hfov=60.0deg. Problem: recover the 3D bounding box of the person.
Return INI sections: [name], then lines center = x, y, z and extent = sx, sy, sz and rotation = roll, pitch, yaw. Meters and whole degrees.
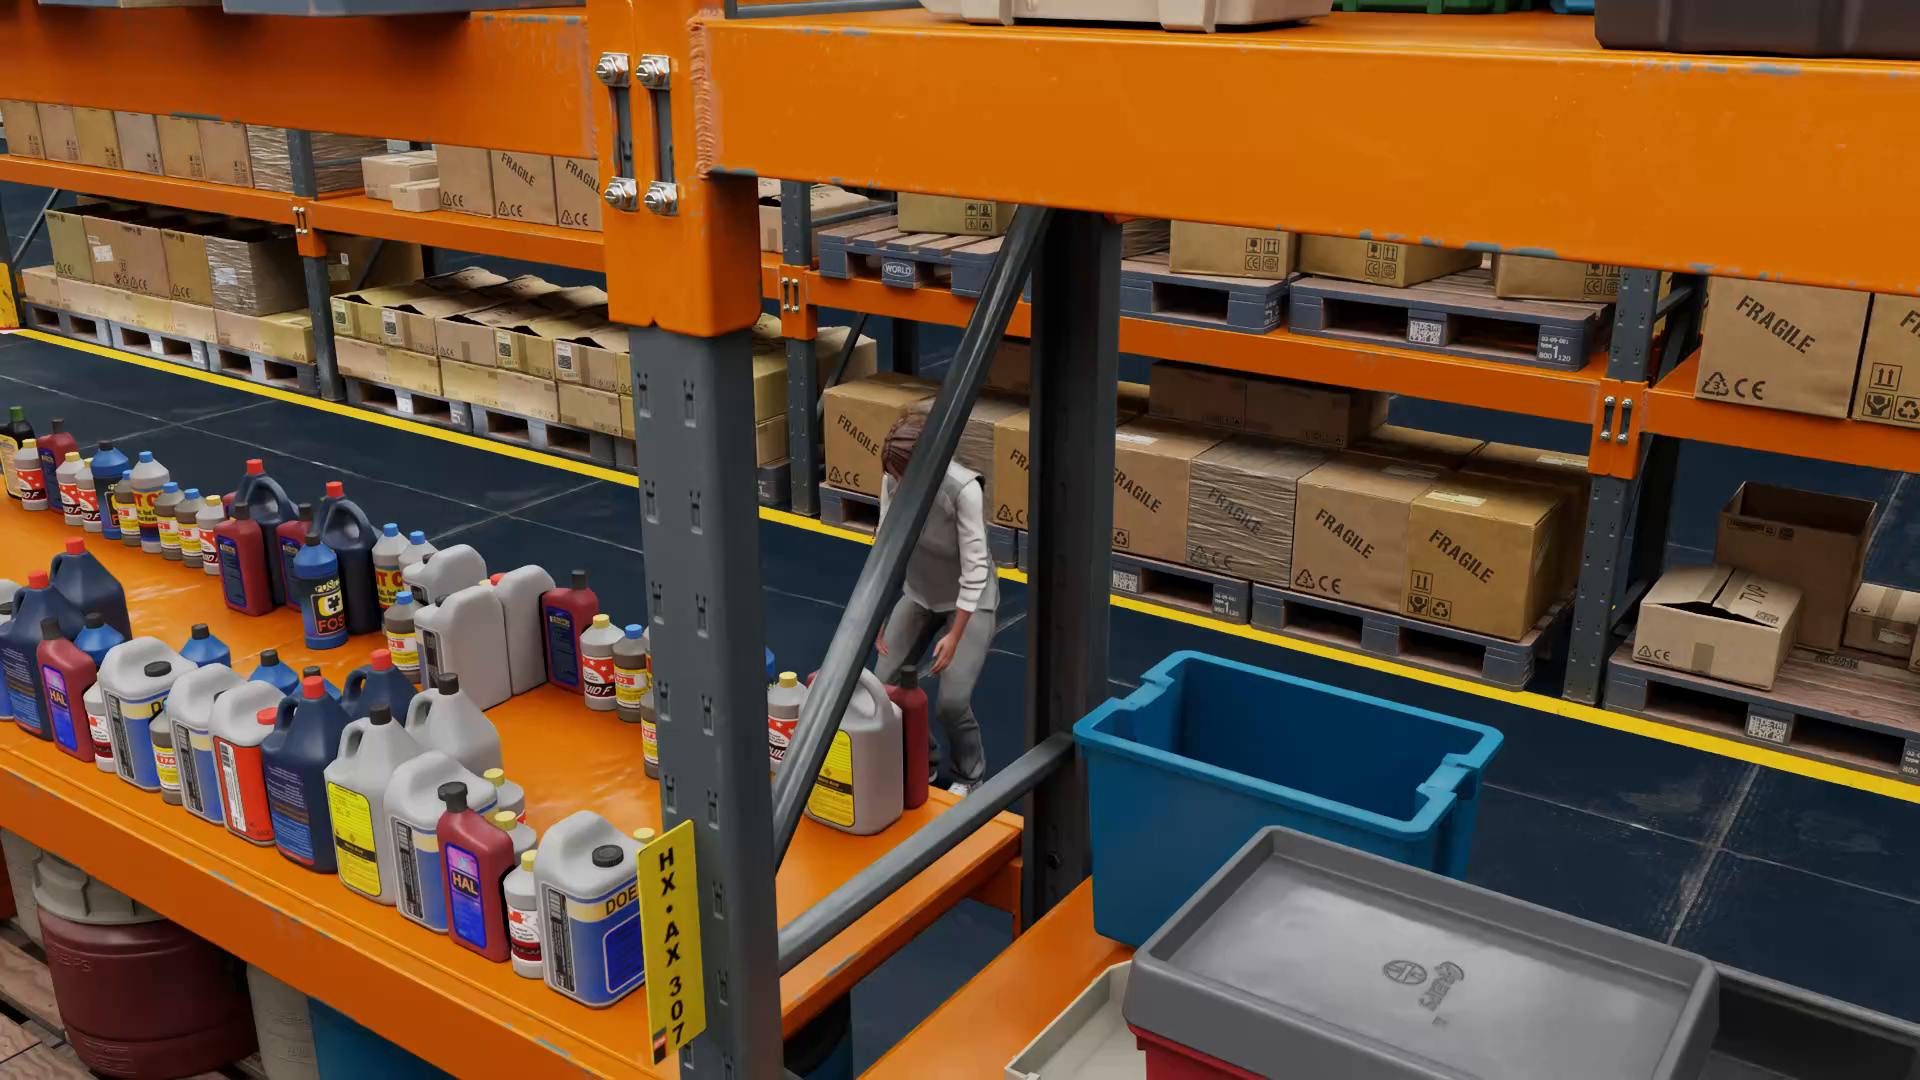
[person]
center = -0.071, 0.253, 5.637
extent = 0.454, 1.444, 0.539
rotation = 14, 24, 33
